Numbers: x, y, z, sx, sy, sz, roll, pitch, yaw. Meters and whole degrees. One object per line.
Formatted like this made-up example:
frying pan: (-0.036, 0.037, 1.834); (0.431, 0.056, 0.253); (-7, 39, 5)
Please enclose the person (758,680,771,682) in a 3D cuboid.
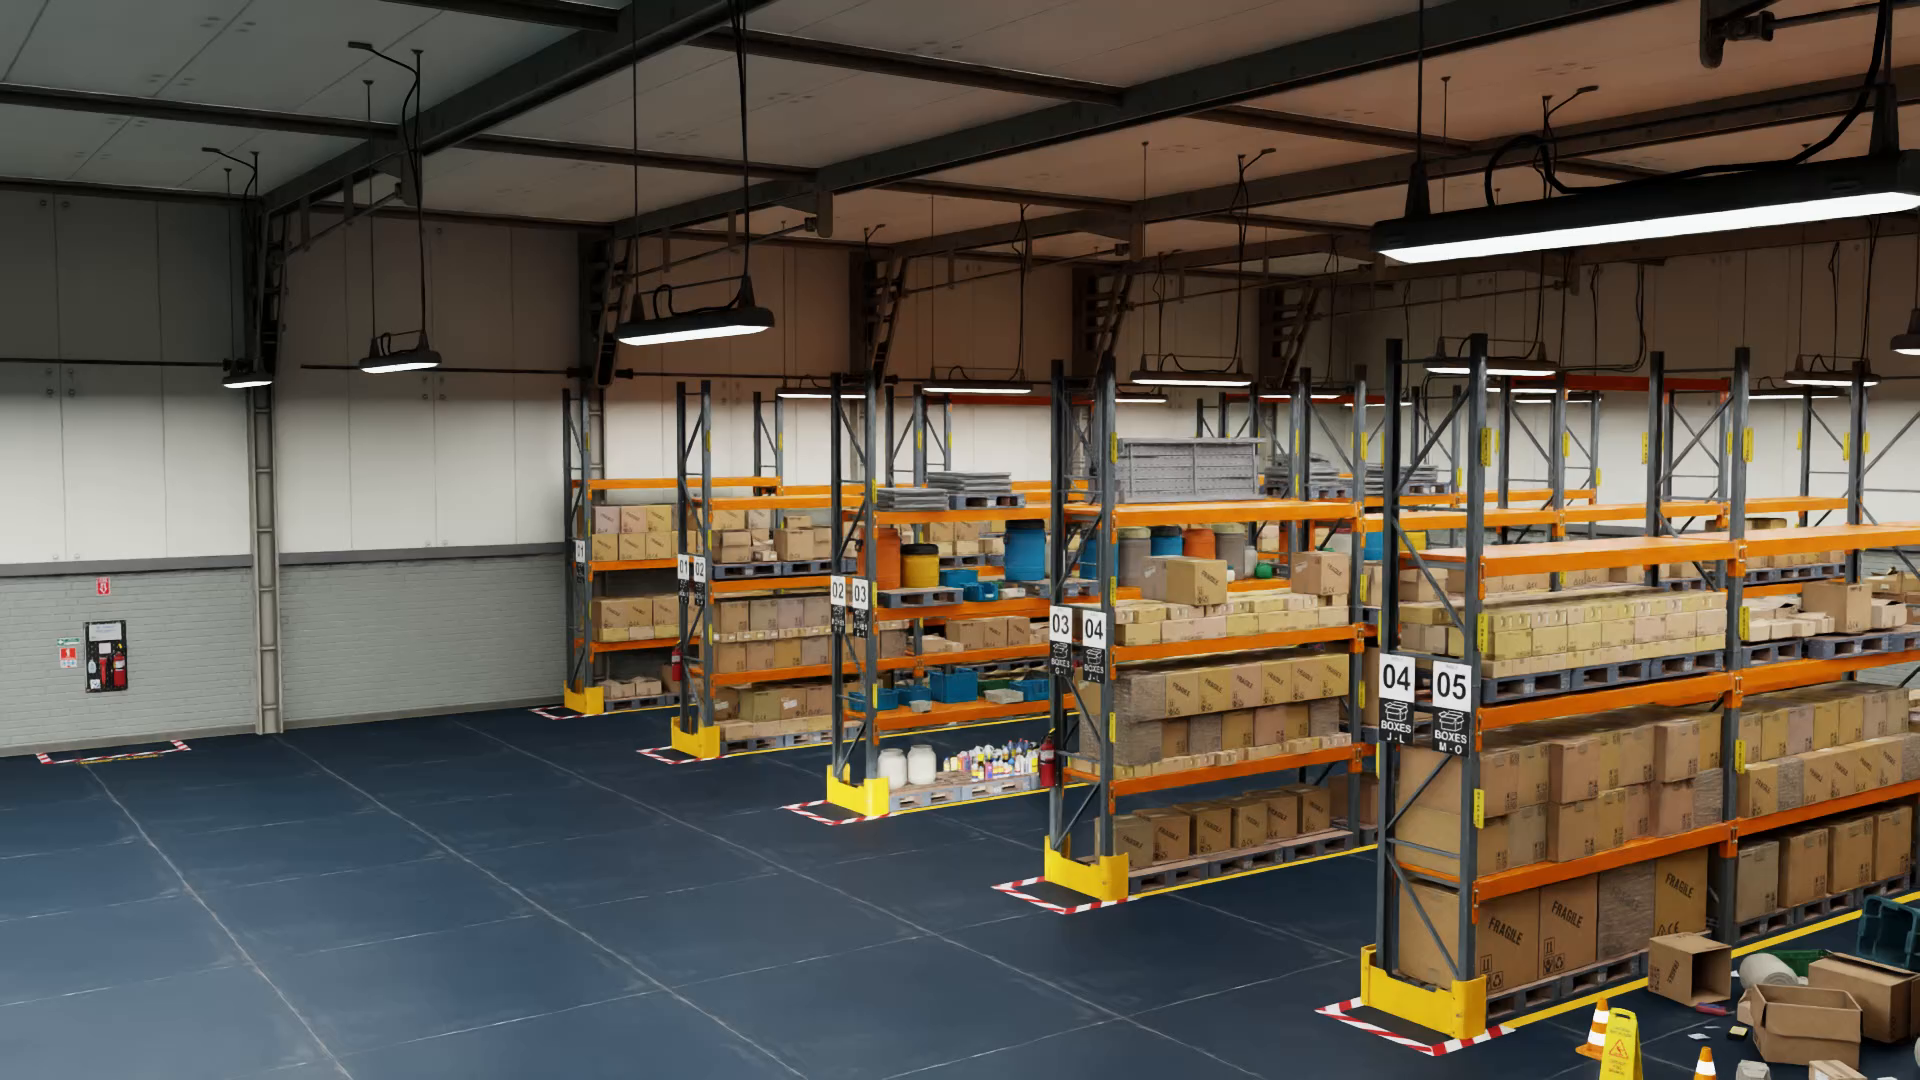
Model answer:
person: (-3.613, 2.368, 30.620); (0.488, 1.654, 0.545); (-2, 4, -24)
